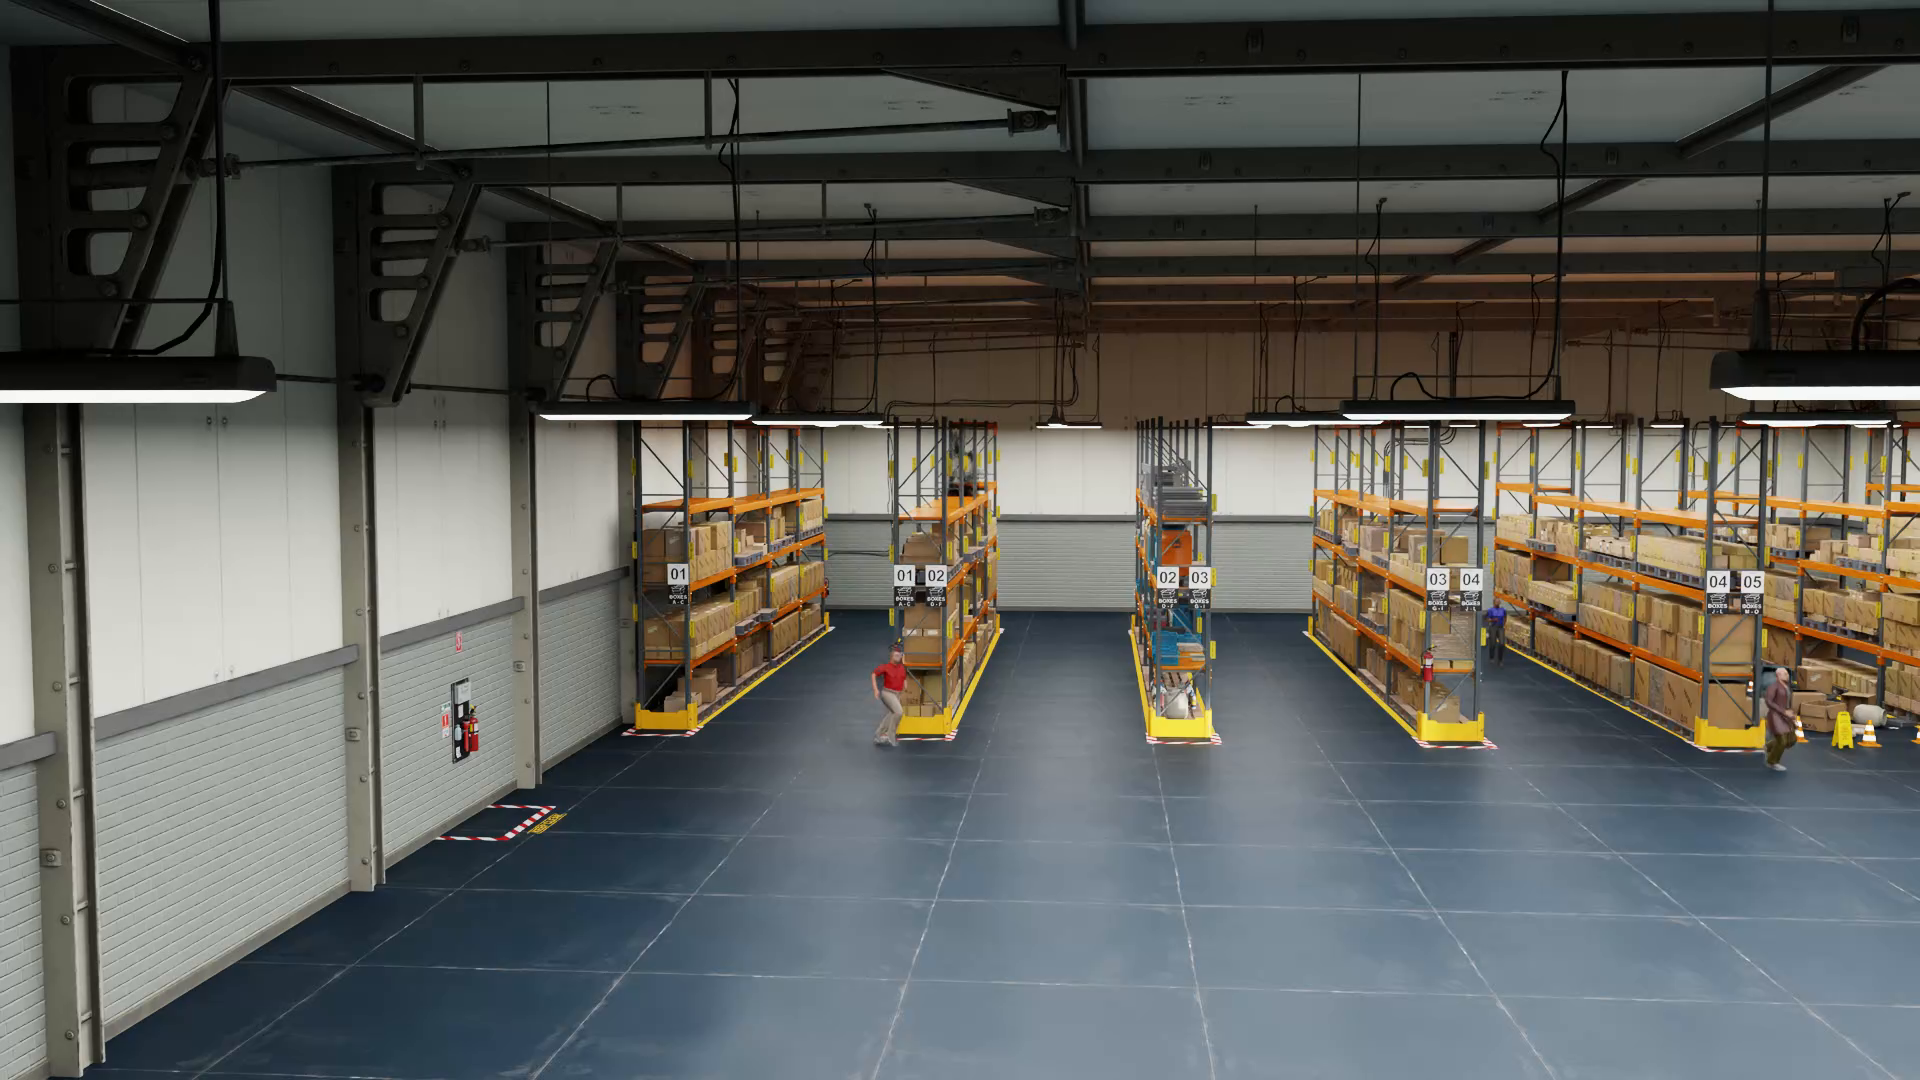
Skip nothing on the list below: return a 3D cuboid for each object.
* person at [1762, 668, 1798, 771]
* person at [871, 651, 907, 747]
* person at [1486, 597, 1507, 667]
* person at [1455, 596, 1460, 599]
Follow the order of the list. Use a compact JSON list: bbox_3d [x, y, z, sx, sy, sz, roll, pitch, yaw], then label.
[{"bbox_3d":[13.879,3.021,28.141,0.734,1.738,0.659,-3,5,-37],"label":"person"},{"bbox_3d":[-1.217,2.885,30.450,0.685,1.698,0.660,3,5,38],"label":"person"},{"bbox_3d":[13.107,2.255,40.584,0.555,1.713,0.702,0,4,6],"label":"person"},{"bbox_3d":[13.369,1.966,44.219,0.662,1.786,0.771,1,4,16],"label":"person"}]
